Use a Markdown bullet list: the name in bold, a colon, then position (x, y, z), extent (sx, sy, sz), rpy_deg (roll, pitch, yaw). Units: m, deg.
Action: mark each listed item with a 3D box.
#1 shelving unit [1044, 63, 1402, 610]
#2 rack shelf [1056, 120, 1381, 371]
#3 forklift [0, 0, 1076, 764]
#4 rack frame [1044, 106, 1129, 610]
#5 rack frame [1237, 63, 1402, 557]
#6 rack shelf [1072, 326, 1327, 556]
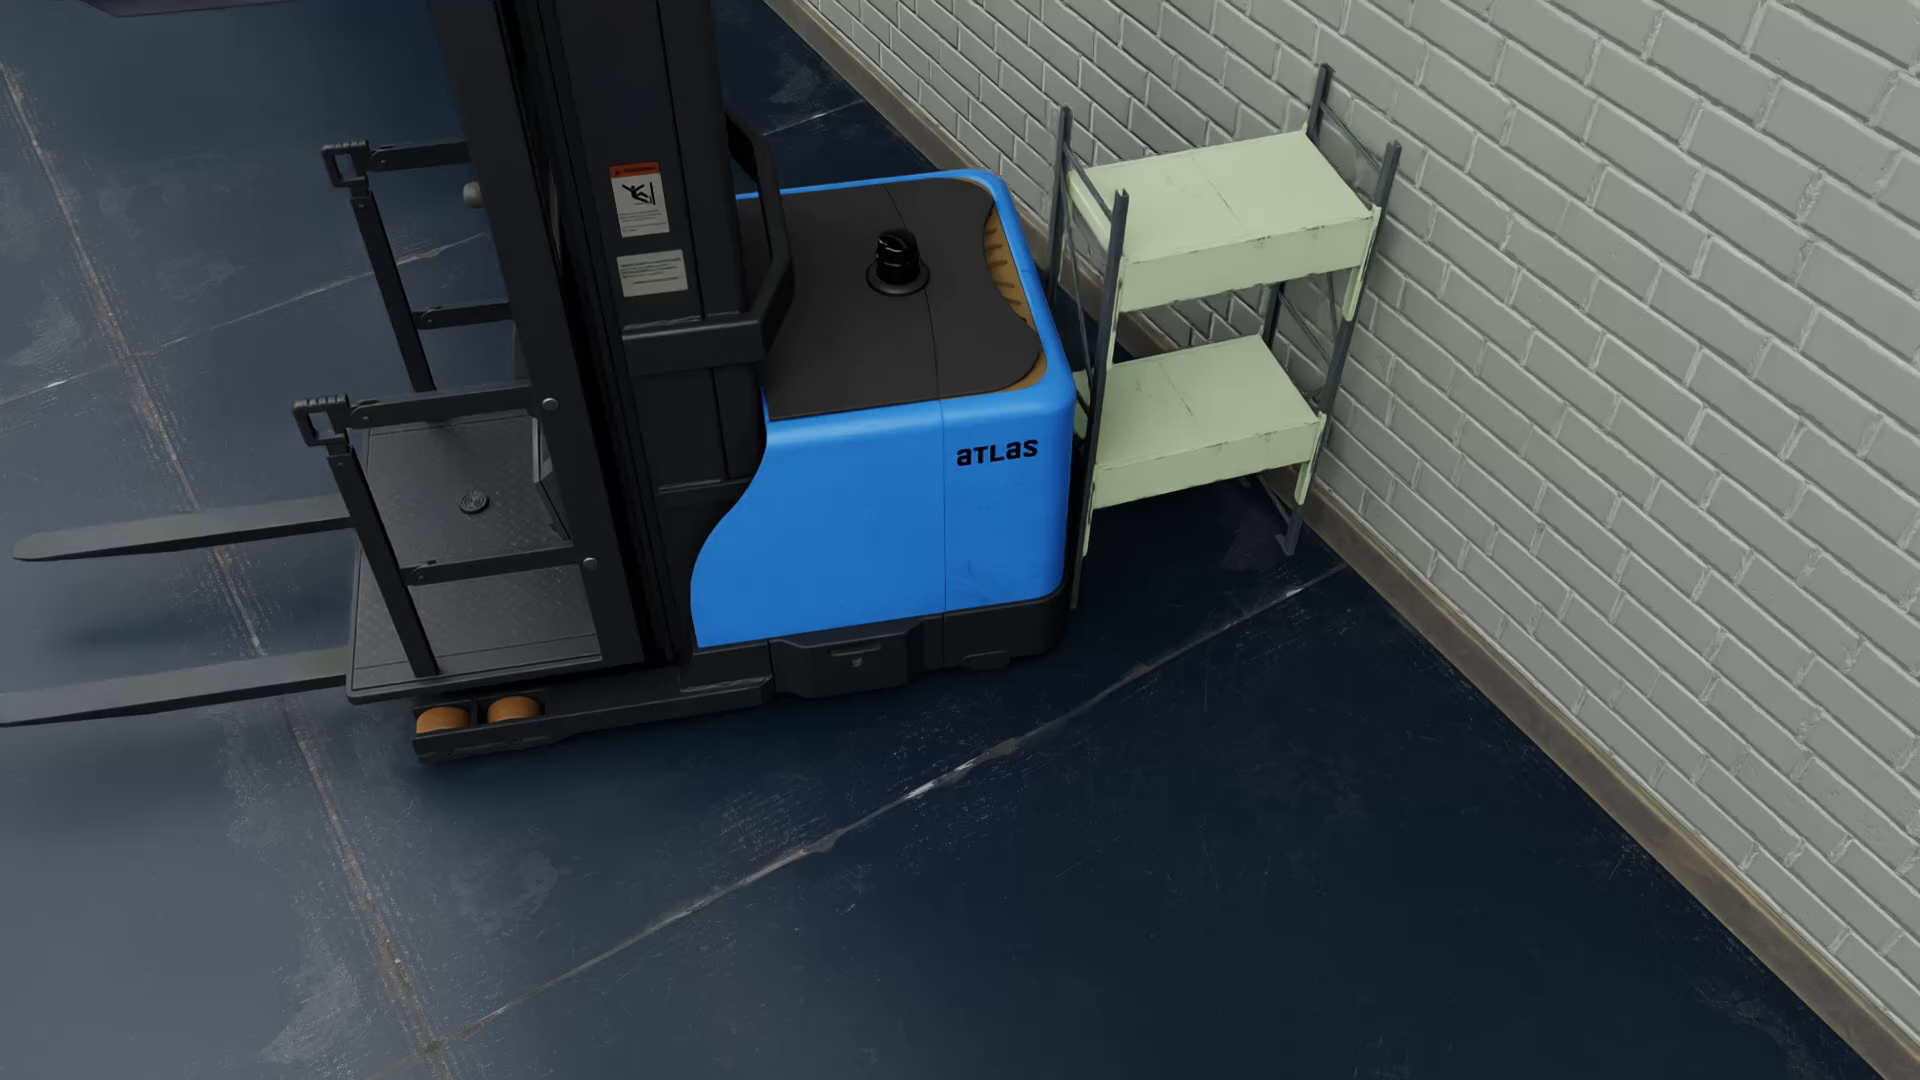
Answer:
- **shelving unit**: position (0.648, -0.521, 4.692), extent (0.755, 1.500, 0.431), rpy_deg (-13, 49, -14)
- **rack shelf**: position (0.660, -0.786, 4.406), extent (0.720, 0.370, 0.431), rpy_deg (-13, 49, -14)
- **forklift**: position (-1.260, -0.782, 3.984), extent (3.031, 2.935, 1.130), rpy_deg (-8, 49, -7)
- **rack frame**: position (0.302, -0.441, 4.603), extent (0.023, 1.500, 0.400), rpy_deg (-13, 49, -14)
- **rack frame**: position (0.994, -0.600, 4.781), extent (0.023, 1.500, 0.400), rpy_deg (-13, 49, -14)
- **rack shelf**: position (0.637, -0.299, 4.931), extent (0.720, 0.370, 0.431), rpy_deg (-13, 49, -14)
